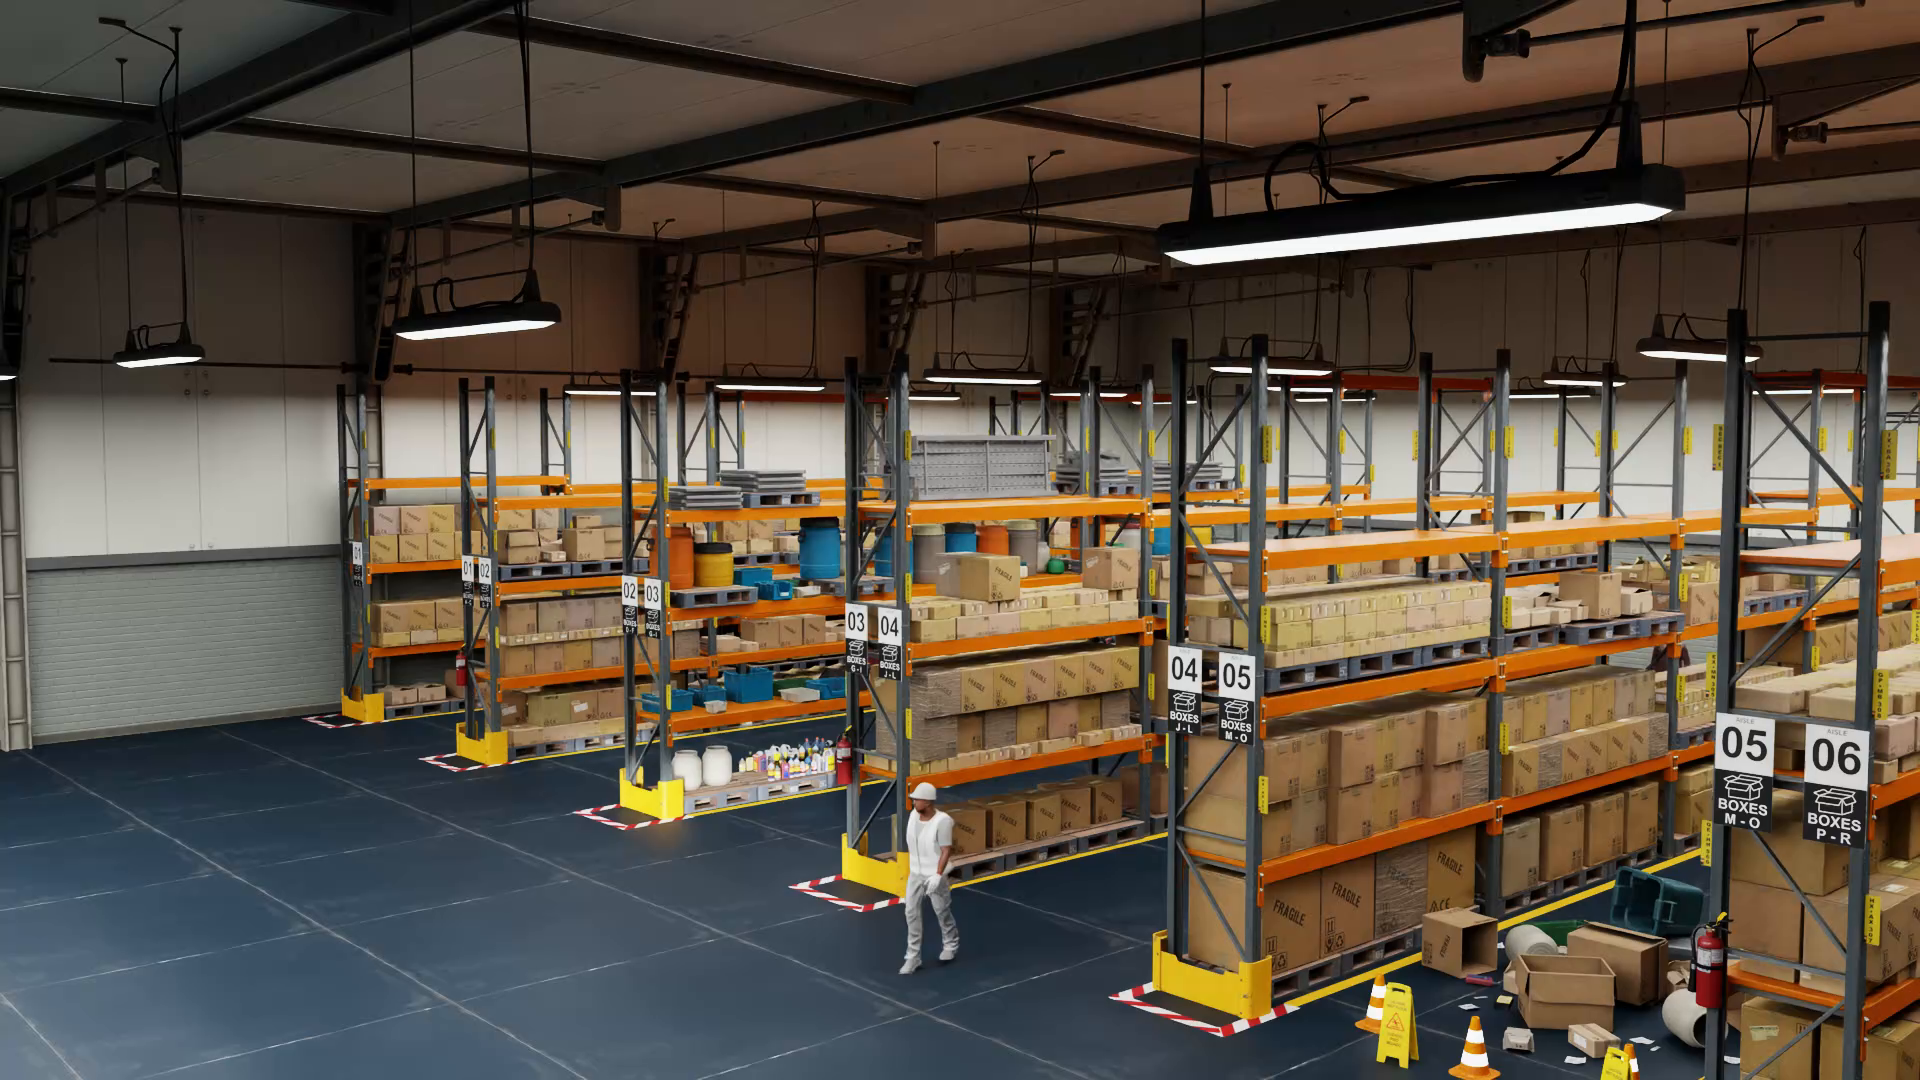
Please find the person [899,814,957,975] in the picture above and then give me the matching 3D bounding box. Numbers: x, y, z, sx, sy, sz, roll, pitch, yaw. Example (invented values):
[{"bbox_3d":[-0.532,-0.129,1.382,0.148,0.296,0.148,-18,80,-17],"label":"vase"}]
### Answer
[{"bbox_3d":[-0.314,3.388,16.036,0.572,1.538,0.742,3,5,36],"label":"person"}]
